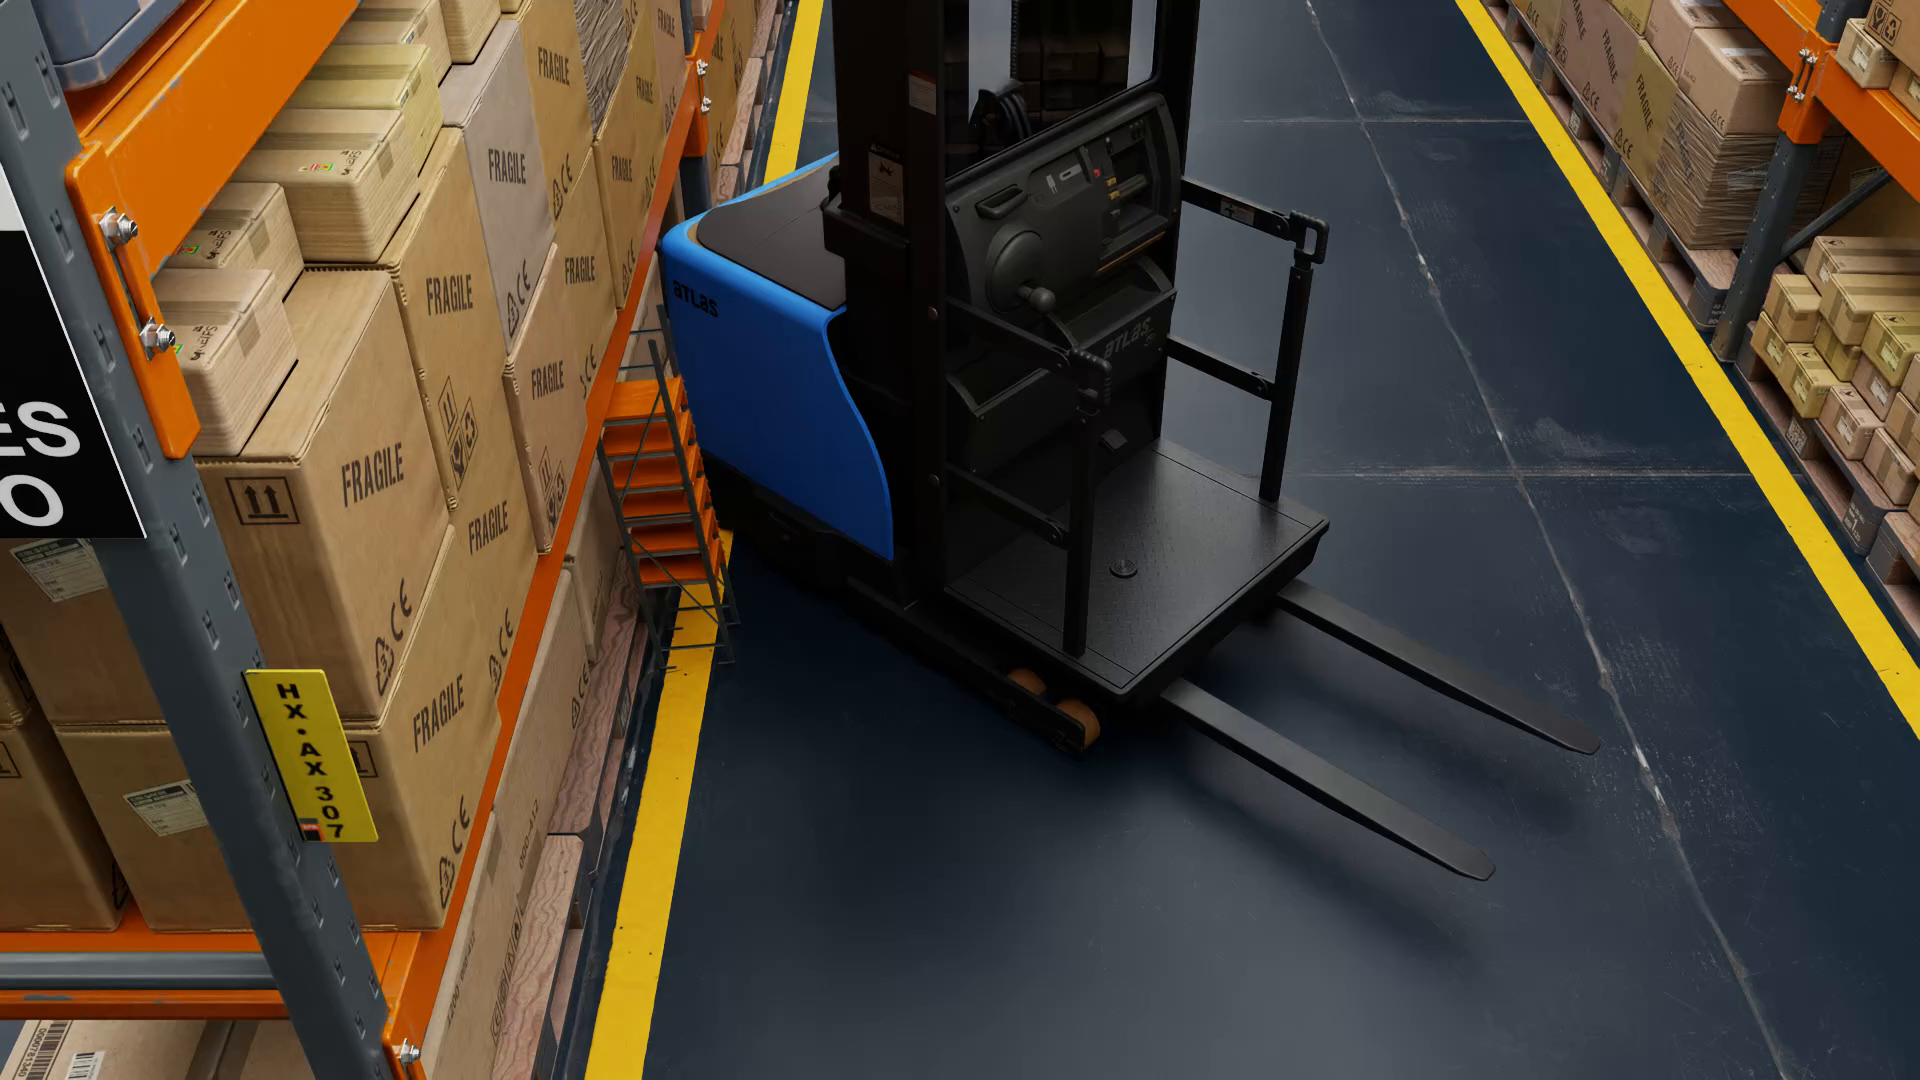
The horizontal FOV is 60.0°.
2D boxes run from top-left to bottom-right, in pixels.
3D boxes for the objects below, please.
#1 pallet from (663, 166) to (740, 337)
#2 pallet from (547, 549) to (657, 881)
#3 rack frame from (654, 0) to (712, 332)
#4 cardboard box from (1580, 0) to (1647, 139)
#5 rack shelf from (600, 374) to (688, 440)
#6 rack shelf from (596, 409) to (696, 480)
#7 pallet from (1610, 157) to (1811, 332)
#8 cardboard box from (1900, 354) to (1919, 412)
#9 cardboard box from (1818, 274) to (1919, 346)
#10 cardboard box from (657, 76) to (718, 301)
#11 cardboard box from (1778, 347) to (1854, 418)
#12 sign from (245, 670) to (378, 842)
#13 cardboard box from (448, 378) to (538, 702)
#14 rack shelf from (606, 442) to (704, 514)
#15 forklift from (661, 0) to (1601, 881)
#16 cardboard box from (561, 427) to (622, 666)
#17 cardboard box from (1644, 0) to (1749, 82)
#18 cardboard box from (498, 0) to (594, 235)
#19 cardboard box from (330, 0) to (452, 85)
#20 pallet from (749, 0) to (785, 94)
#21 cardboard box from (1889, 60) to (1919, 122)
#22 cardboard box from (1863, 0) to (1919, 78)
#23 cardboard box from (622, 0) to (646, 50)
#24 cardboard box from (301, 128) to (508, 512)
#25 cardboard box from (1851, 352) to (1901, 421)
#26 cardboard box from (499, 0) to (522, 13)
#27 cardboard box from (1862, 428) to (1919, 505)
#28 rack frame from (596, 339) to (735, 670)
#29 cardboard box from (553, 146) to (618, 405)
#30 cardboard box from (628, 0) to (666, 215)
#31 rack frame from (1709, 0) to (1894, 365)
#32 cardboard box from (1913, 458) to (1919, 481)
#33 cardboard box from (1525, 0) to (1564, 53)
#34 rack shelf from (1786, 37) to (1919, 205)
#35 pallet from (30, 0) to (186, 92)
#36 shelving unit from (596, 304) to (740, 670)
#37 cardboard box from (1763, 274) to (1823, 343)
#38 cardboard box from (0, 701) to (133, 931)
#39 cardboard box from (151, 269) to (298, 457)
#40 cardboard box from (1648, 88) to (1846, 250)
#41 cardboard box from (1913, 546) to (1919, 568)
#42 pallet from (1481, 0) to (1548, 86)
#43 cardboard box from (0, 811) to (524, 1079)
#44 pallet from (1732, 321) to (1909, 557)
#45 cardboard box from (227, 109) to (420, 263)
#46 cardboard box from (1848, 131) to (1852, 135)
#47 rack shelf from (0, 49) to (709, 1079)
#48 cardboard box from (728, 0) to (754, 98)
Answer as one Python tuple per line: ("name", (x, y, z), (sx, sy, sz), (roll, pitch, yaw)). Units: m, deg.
("pallet", (-1.501, -1.236, 7.124), (1.003, 0.211, 1.213), (0, 39, 0))
("pallet", (-1.498, 0.487, 4.974), (1.003, 0.211, 1.213), (0, 39, 0))
("rack frame", (-1.424, -1.842, 5.649), (1.000, 3.000, 0.127), (0, 39, 0))
("cardboard box", (3.276, -2.201, 7.761), (0.500, 0.500, 0.500), (-1, 39, -1))
("rack shelf", (-0.914, -0.368, 4.729), (0.258, 0.103, 0.180), (-5, 39, 3))
("rack shelf", (-0.903, -0.275, 4.804), (0.258, 0.103, 0.180), (-5, 39, 3))
("pallet", (3.523, -1.307, 7.212), (1.003, 0.211, 1.213), (0, 39, 0))
("cardboard box", (3.332, -0.483, 5.422), (0.380, 0.149, 0.250), (-1, 39, -1))
("cardboard box", (3.260, -0.804, 5.823), (0.380, 0.149, 0.250), (2, 39, 2))
("cardboard box", (-1.505, -1.564, 6.666), (0.875, 0.875, 0.875), (1, 39, 1))
("cardboard box", (3.205, -0.566, 6.001), (0.380, 0.149, 0.250), (1, 39, 1))
("sign", (-0.865, 0.294, 2.228), (0.100, 0.325, 0.005), (0, 39, 0))
("cardboard box", (-1.162, 0.004, 3.266), (0.500, 0.500, 0.500), (-1, 39, -1))
("rack shelf", (-0.892, -0.182, 4.879), (0.258, 0.103, 0.180), (-5, 39, 3))
("forklift", (0.462, -0.880, 4.505), (3.031, 2.935, 1.130), (30, 47, 32))
("cardboard box", (-1.529, -0.053, 5.131), (0.875, 0.438, 0.875), (-1, 39, -1))
("cardboard box", (3.285, -2.177, 7.131), (0.500, 0.250, 0.500), (2, 39, 2))
("cardboard box", (-1.153, -1.027, 3.753), (0.500, 0.500, 0.500), (0, 39, 0))
("cardboard box", (-1.172, -0.900, 3.076), (0.380, 0.149, 0.250), (0, 39, 0))
("pallet", (-1.503, -2.762, 9.028), (1.003, 0.211, 1.213), (0, 39, 0))
("cardboard box", (3.273, -1.472, 5.388), (0.380, 0.149, 0.250), (1, 39, 1))
("cardboard box", (3.274, -1.754, 5.222), (0.500, 0.500, 0.500), (-1, 39, -1))
("cardboard box", (-1.155, -1.659, 4.542), (0.500, 0.500, 0.500), (-1, 39, -1))
("cardboard box", (-1.143, -0.393, 2.962), (0.500, 0.500, 0.500), (-1, 39, -1))
("cardboard box", (3.332, -0.538, 5.729), (0.380, 0.149, 0.250), (0, 39, 0))
("cardboard box", (-1.103, -1.215, 3.469), (0.380, 0.149, 0.250), (-1, 39, -1))
("cardboard box", (3.307, -0.251, 5.609), (0.380, 0.149, 0.250), (-1, 39, -1))
("rack frame", (-0.883, -0.066, 4.856), (0.240, 1.200, 0.006), (-5, 39, 3))
("cardboard box", (-1.162, -0.627, 4.054), (0.500, 0.500, 0.500), (1, 39, 1))
("cardboard box", (-1.162, -1.269, 4.855), (0.500, 0.500, 0.500), (-1, 39, -1))
("rack frame", (3.525, -1.908, 5.733), (1.000, 3.000, 0.127), (0, 39, 0))
("cardboard box", (3.306, -0.198, 5.304), (0.380, 0.149, 0.250), (2, 39, 2))
("cardboard box", (3.271, -2.841, 8.560), (0.500, 0.500, 0.500), (0, 39, 0))
("rack shelf", (3.528, -0.377, 4.397), (1.077, 0.370, 4.000), (0, 39, 0))
("pallet", (-1.431, -0.940, 2.197), (1.003, 0.211, 1.213), (0, 39, 0))
("shelving unit", (-0.884, -0.124, 4.927), (0.258, 1.200, 0.189), (-5, 39, 3))
("cardboard box", (3.206, -0.849, 6.117), (0.380, 0.149, 0.250), (2, 39, 2))
("cardboard box", (-1.685, 0.319, 2.873), (0.500, 0.500, 0.500), (0, 39, 0))
("cardboard box", (-1.143, -0.245, 2.259), (0.380, 0.149, 0.250), (1, 39, 1))
("cardboard box", (3.273, -1.560, 6.960), (0.500, 0.500, 0.500), (-1, 39, -1))
("cardboard box", (3.247, 0.079, 5.196), (0.380, 0.149, 0.250), (-1, 39, -1))
("pallet", (3.520, -2.833, 9.116), (1.003, 0.211, 1.213), (0, 39, 0))
("cardboard box", (-1.521, 1.083, 3.713), (0.875, 0.438, 0.875), (-1, 39, -2))
("pallet", (3.562, -0.400, 6.081), (1.003, 0.211, 1.213), (0, 39, 0))
("cardboard box", (-1.100, -0.571, 2.666), (0.380, 0.149, 0.250), (1, 39, 1))
("cardboard box", (3.789, -1.852, 6.726), (0.500, 0.250, 0.500), (-2, 39, -2))
("rack shelf", (-1.422, -0.310, 4.314), (1.077, 0.370, 4.000), (0, 39, 0))
("cardboard box", (-1.514, -2.688, 8.069), (0.875, 0.875, 0.875), (0, 39, 1))
